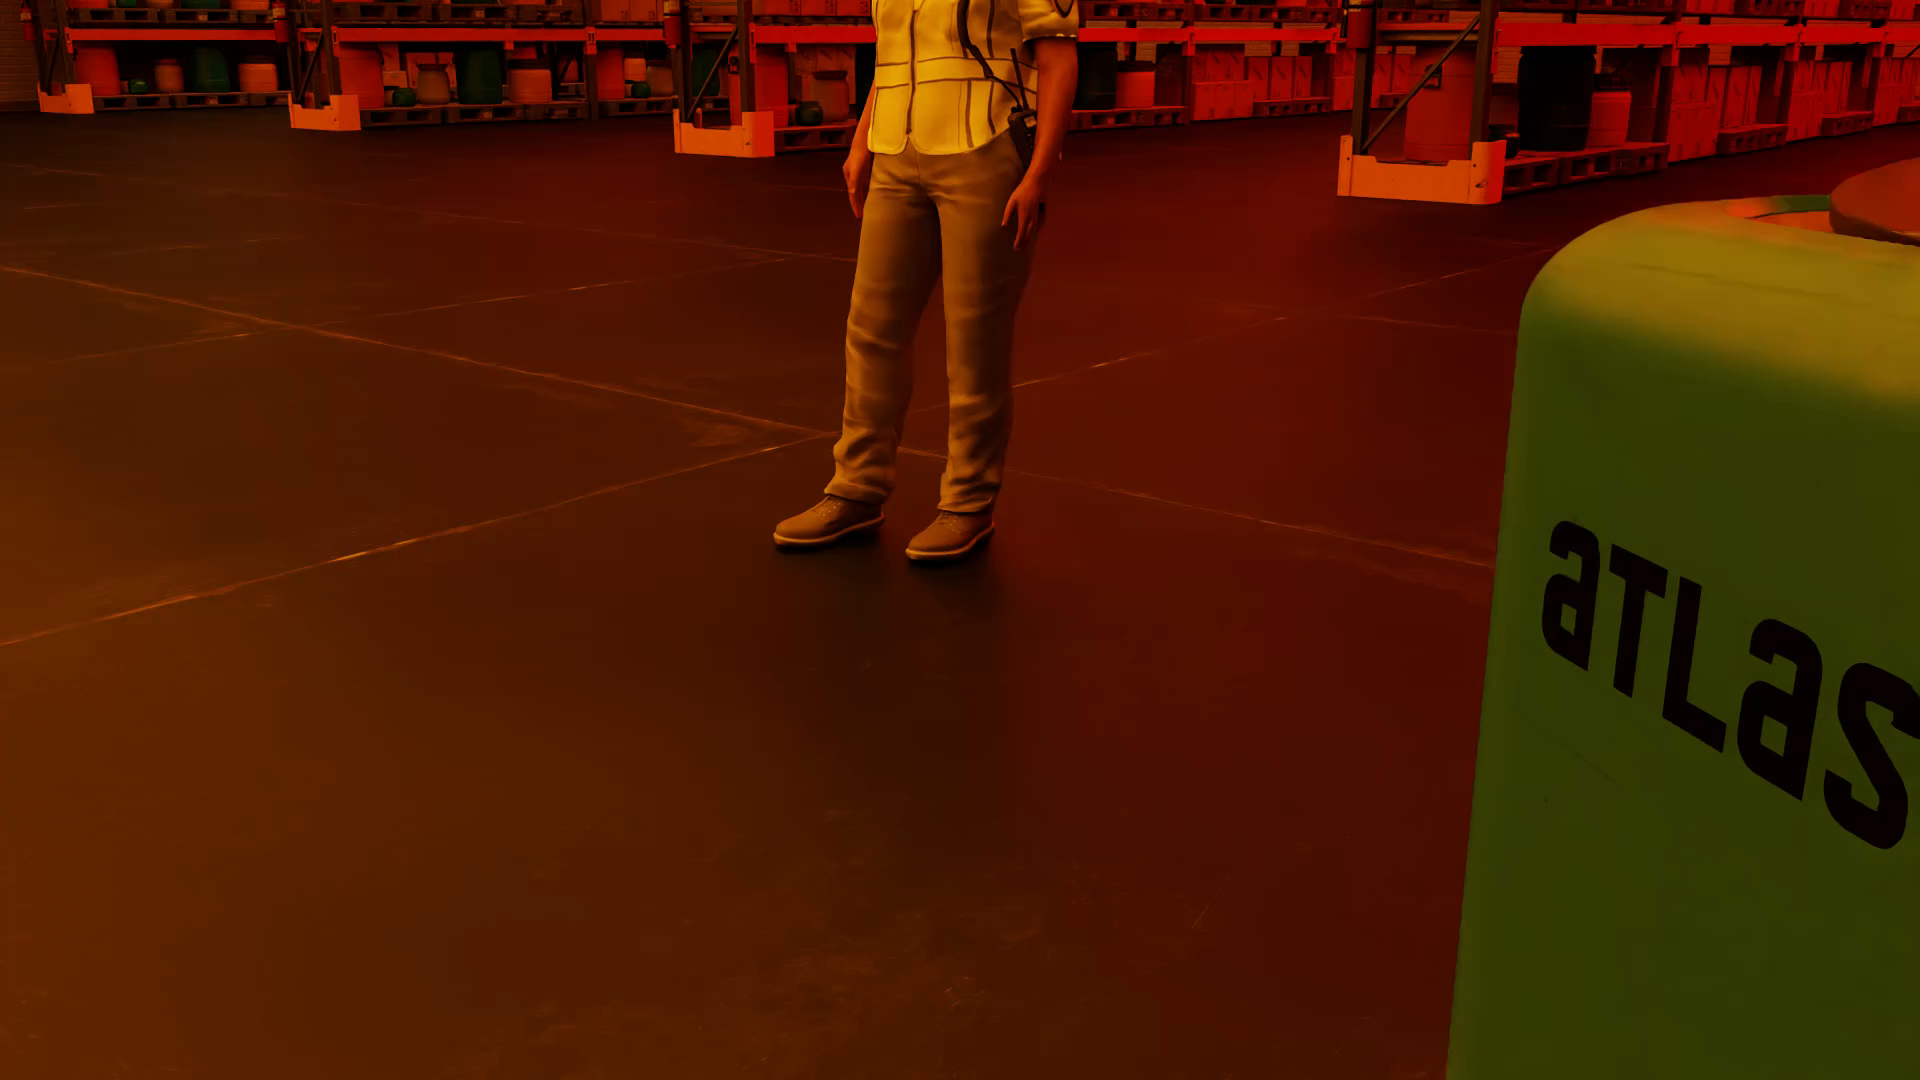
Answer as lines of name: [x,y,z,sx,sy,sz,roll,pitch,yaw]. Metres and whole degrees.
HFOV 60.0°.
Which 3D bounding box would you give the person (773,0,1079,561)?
person: [-0.068,-0.792,3.653,0.598,1.670,0.525,13,21,37]
